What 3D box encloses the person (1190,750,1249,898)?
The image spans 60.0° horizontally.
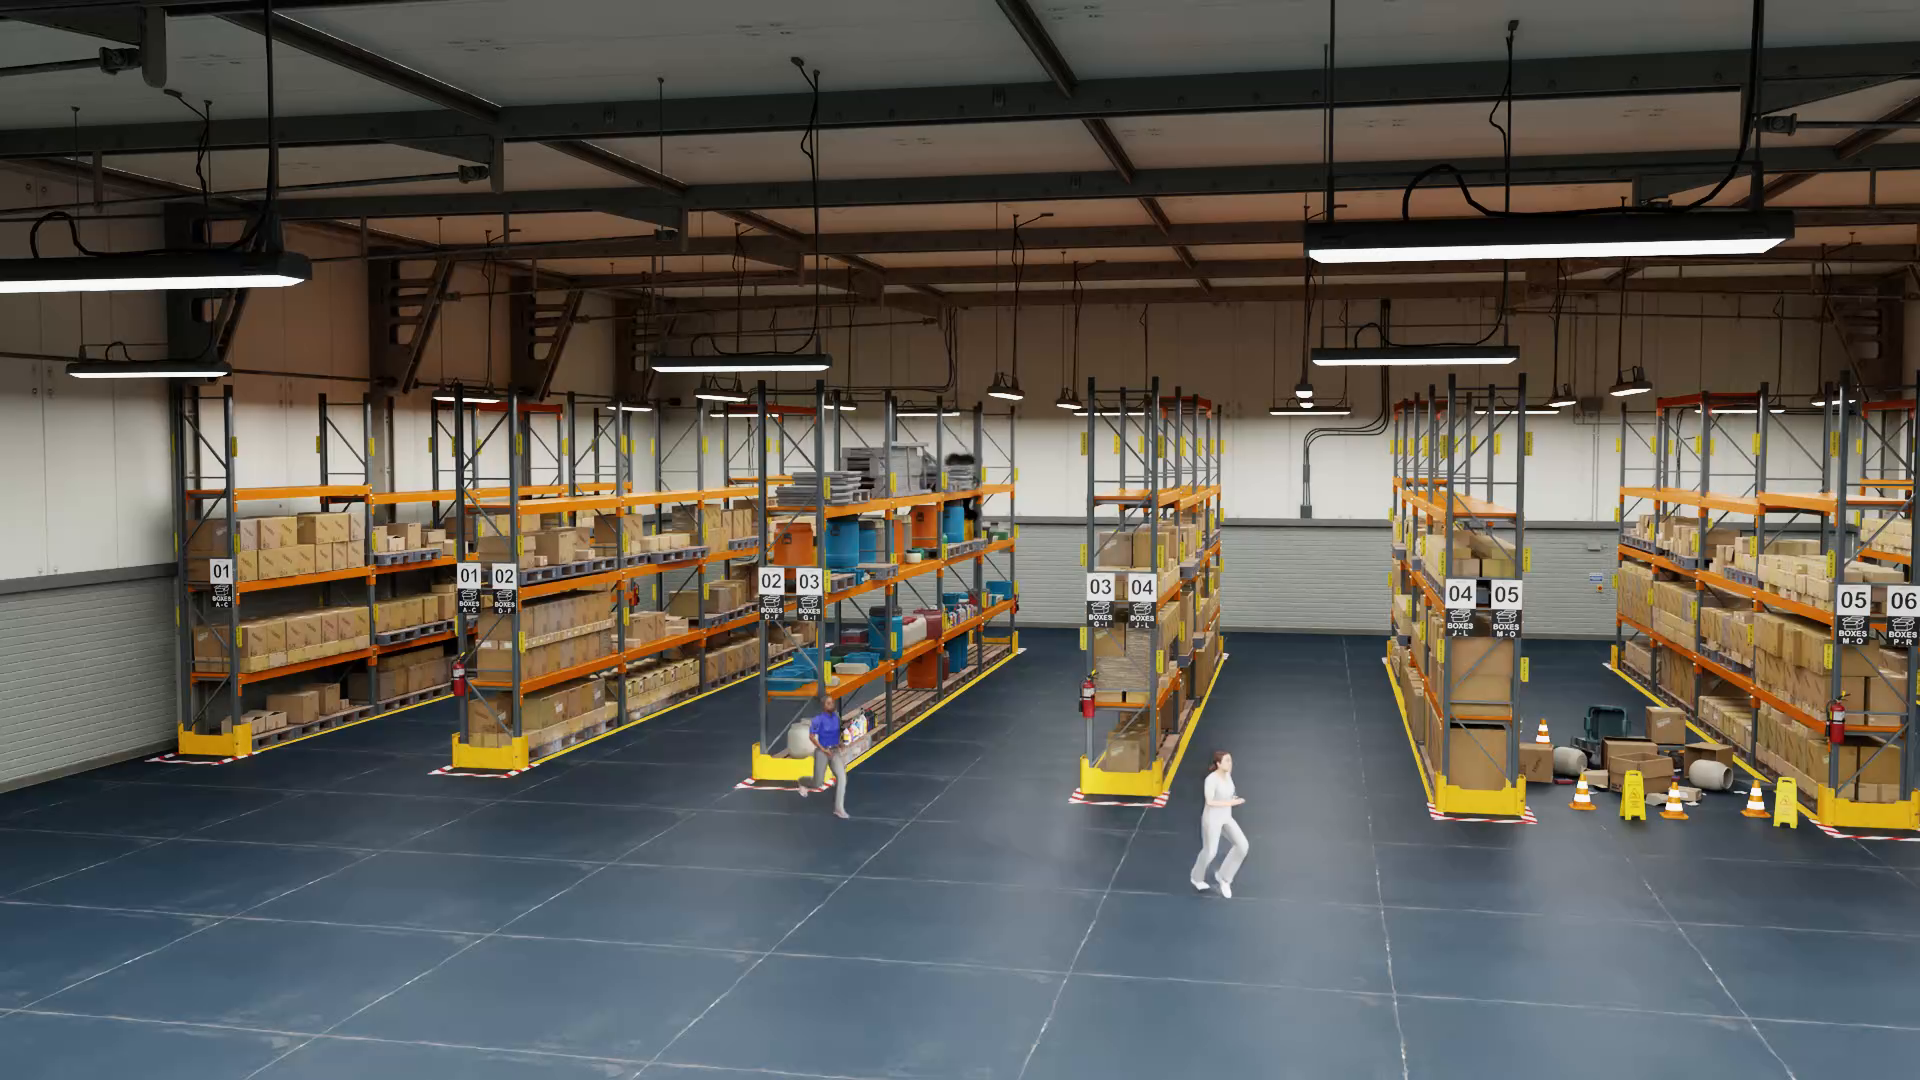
[{"bbox_3d":[2.863,3.130,18.467,0.590,1.652,0.795,-3,4,-42],"label":"person"}]

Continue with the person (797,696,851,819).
[{"bbox_3d":[-1.841,2.943,22.715,0.555,1.639,0.975,-3,4,-41],"label":"person"}]
